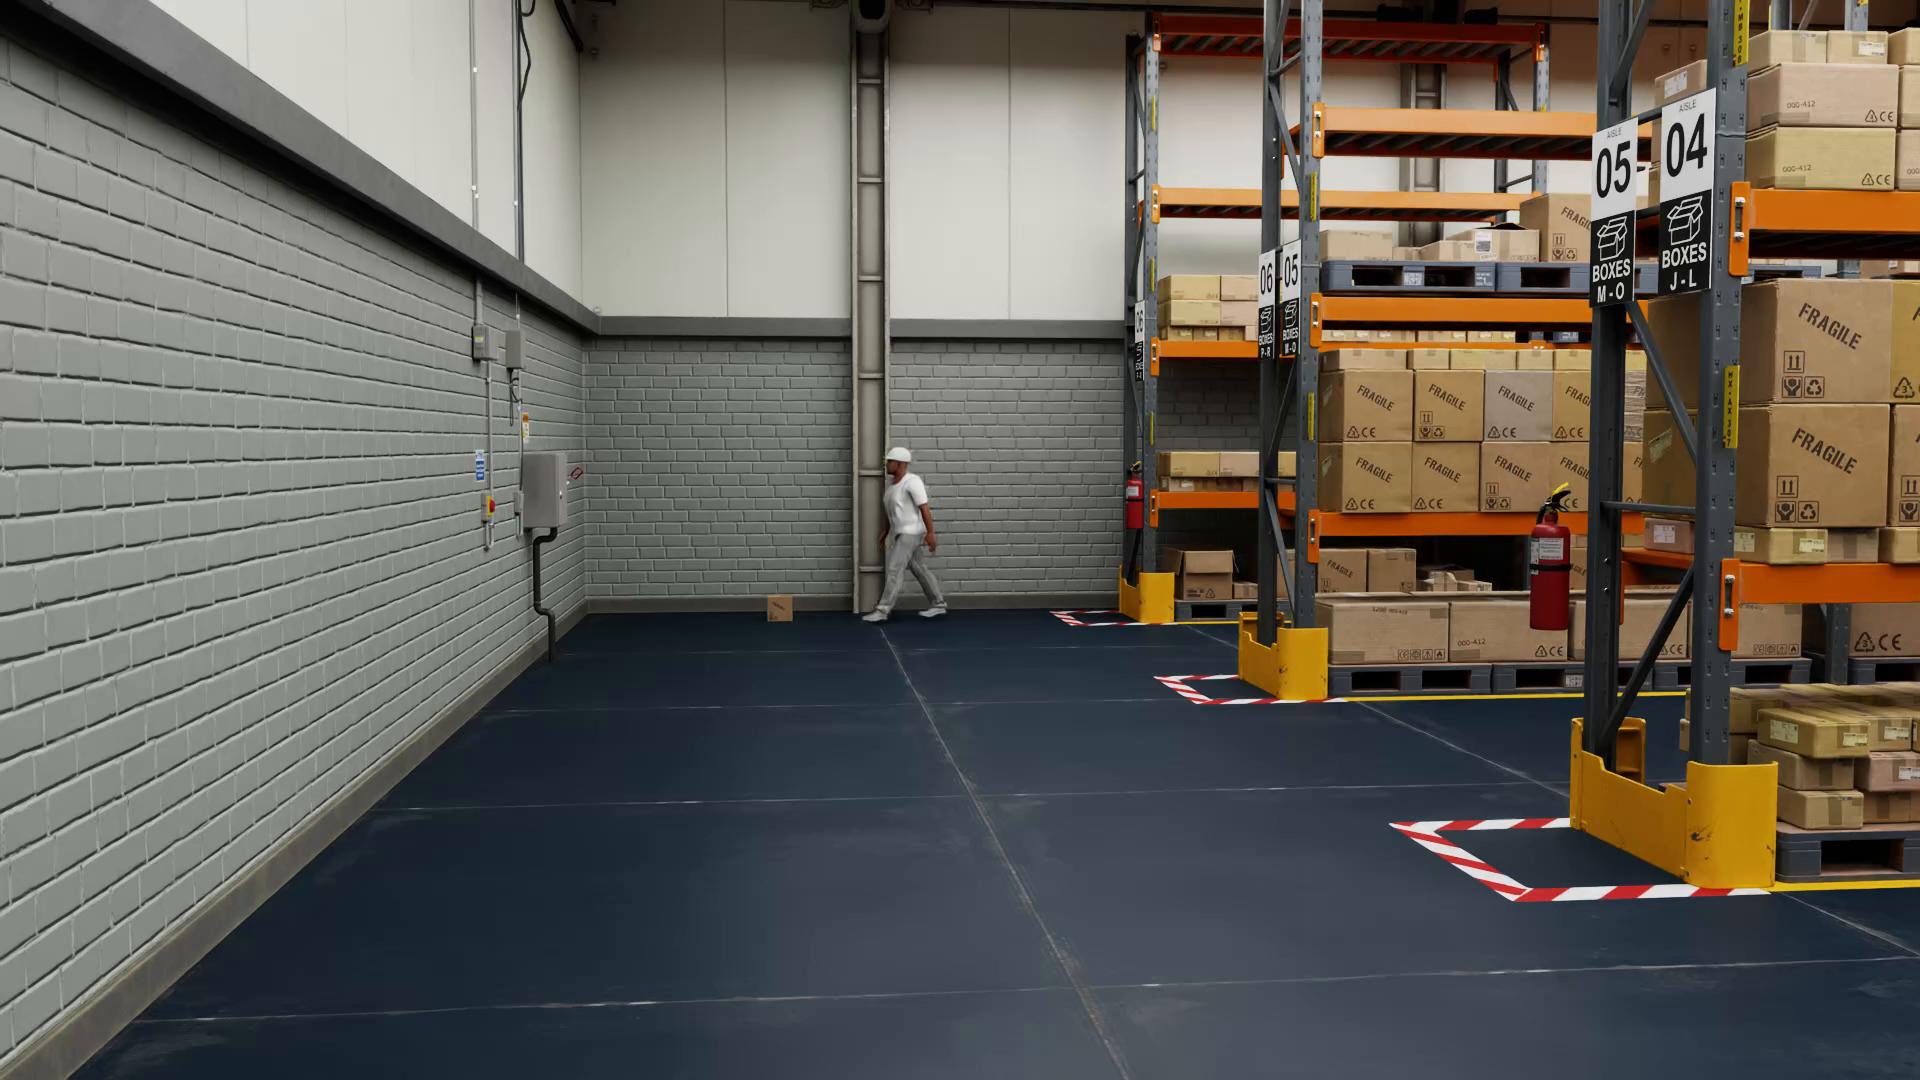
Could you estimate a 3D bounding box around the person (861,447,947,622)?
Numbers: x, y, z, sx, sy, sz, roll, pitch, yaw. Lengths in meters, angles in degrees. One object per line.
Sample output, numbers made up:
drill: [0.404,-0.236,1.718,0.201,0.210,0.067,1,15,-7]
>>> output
person: [-0.576,-0.070,16.593,0.967,1.709,0.615,-1,4,-20]
